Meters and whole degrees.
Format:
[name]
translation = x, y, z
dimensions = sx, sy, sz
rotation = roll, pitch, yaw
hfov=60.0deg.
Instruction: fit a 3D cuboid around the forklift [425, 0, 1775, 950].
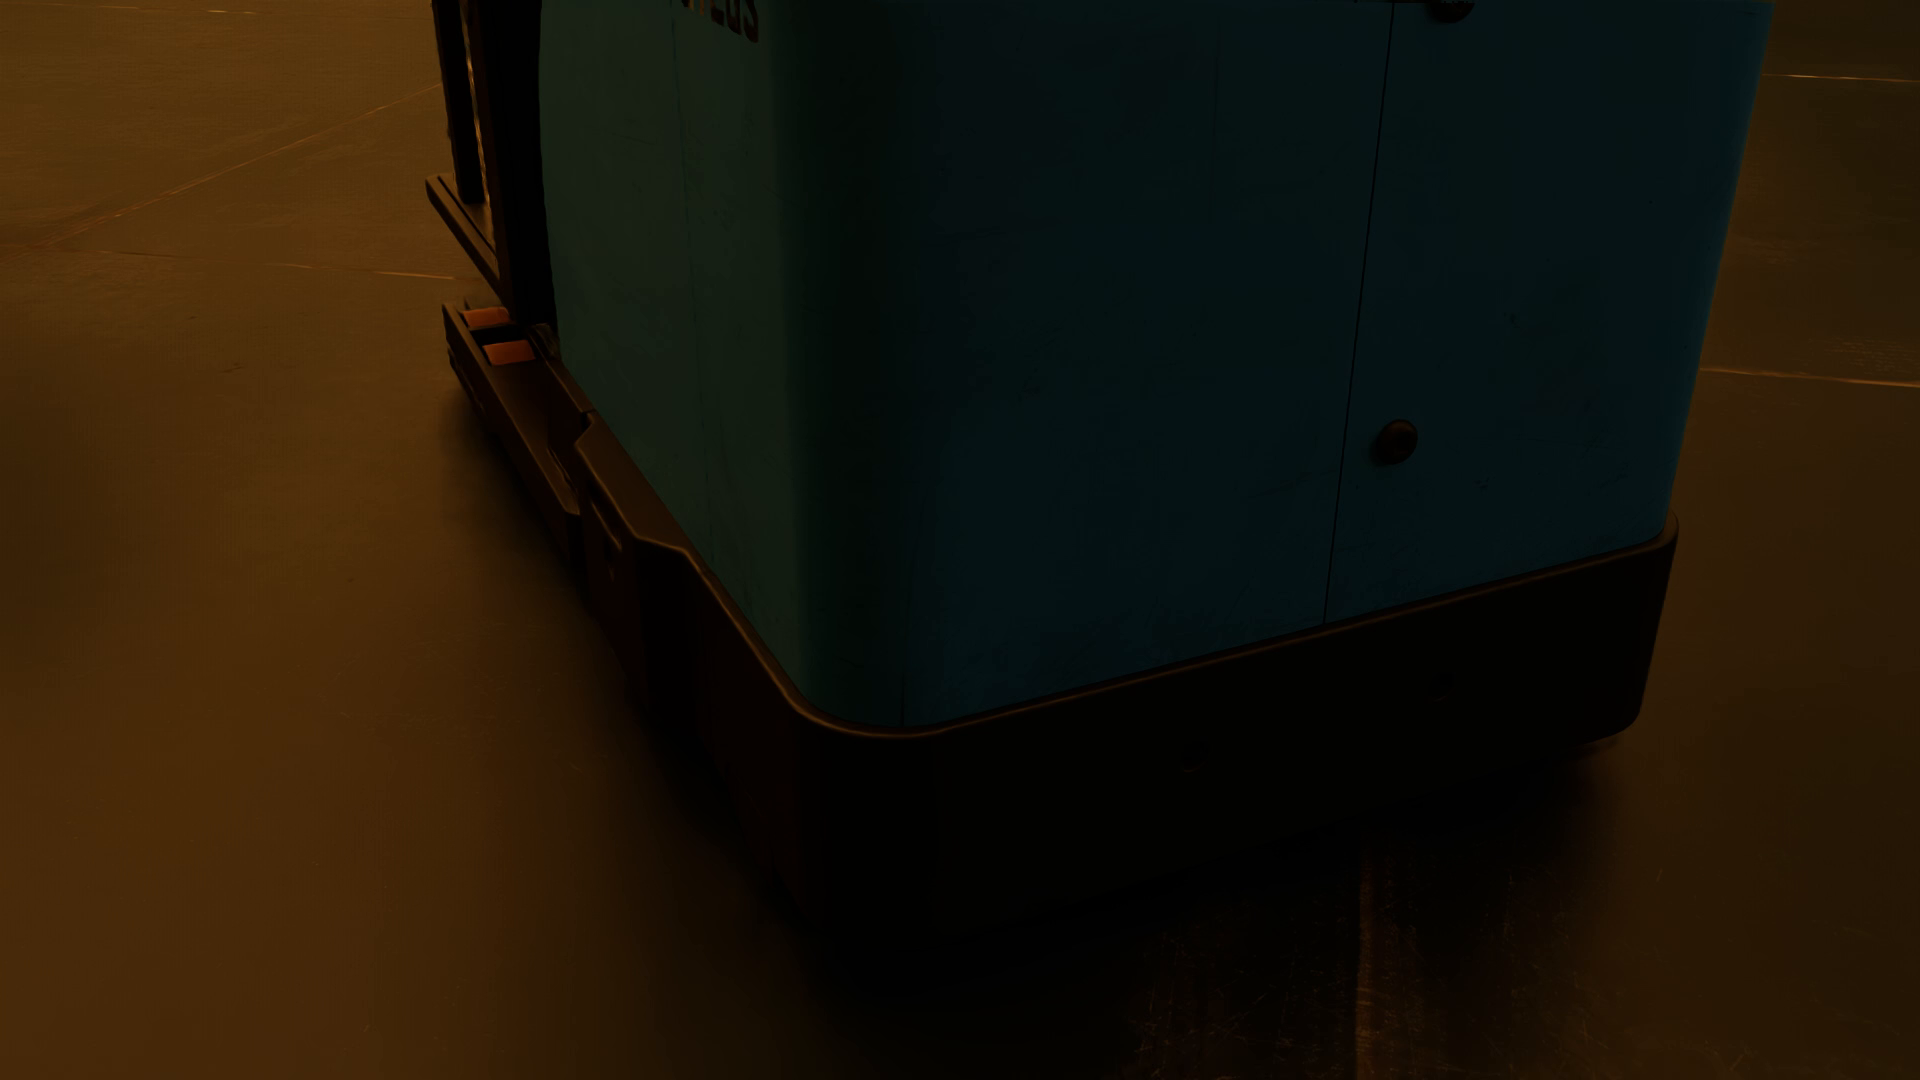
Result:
[forklift]
translation = -0.279, -1.558, 2.335
dimensions = 1.130, 2.935, 3.031
rotation = -12, 29, -22
